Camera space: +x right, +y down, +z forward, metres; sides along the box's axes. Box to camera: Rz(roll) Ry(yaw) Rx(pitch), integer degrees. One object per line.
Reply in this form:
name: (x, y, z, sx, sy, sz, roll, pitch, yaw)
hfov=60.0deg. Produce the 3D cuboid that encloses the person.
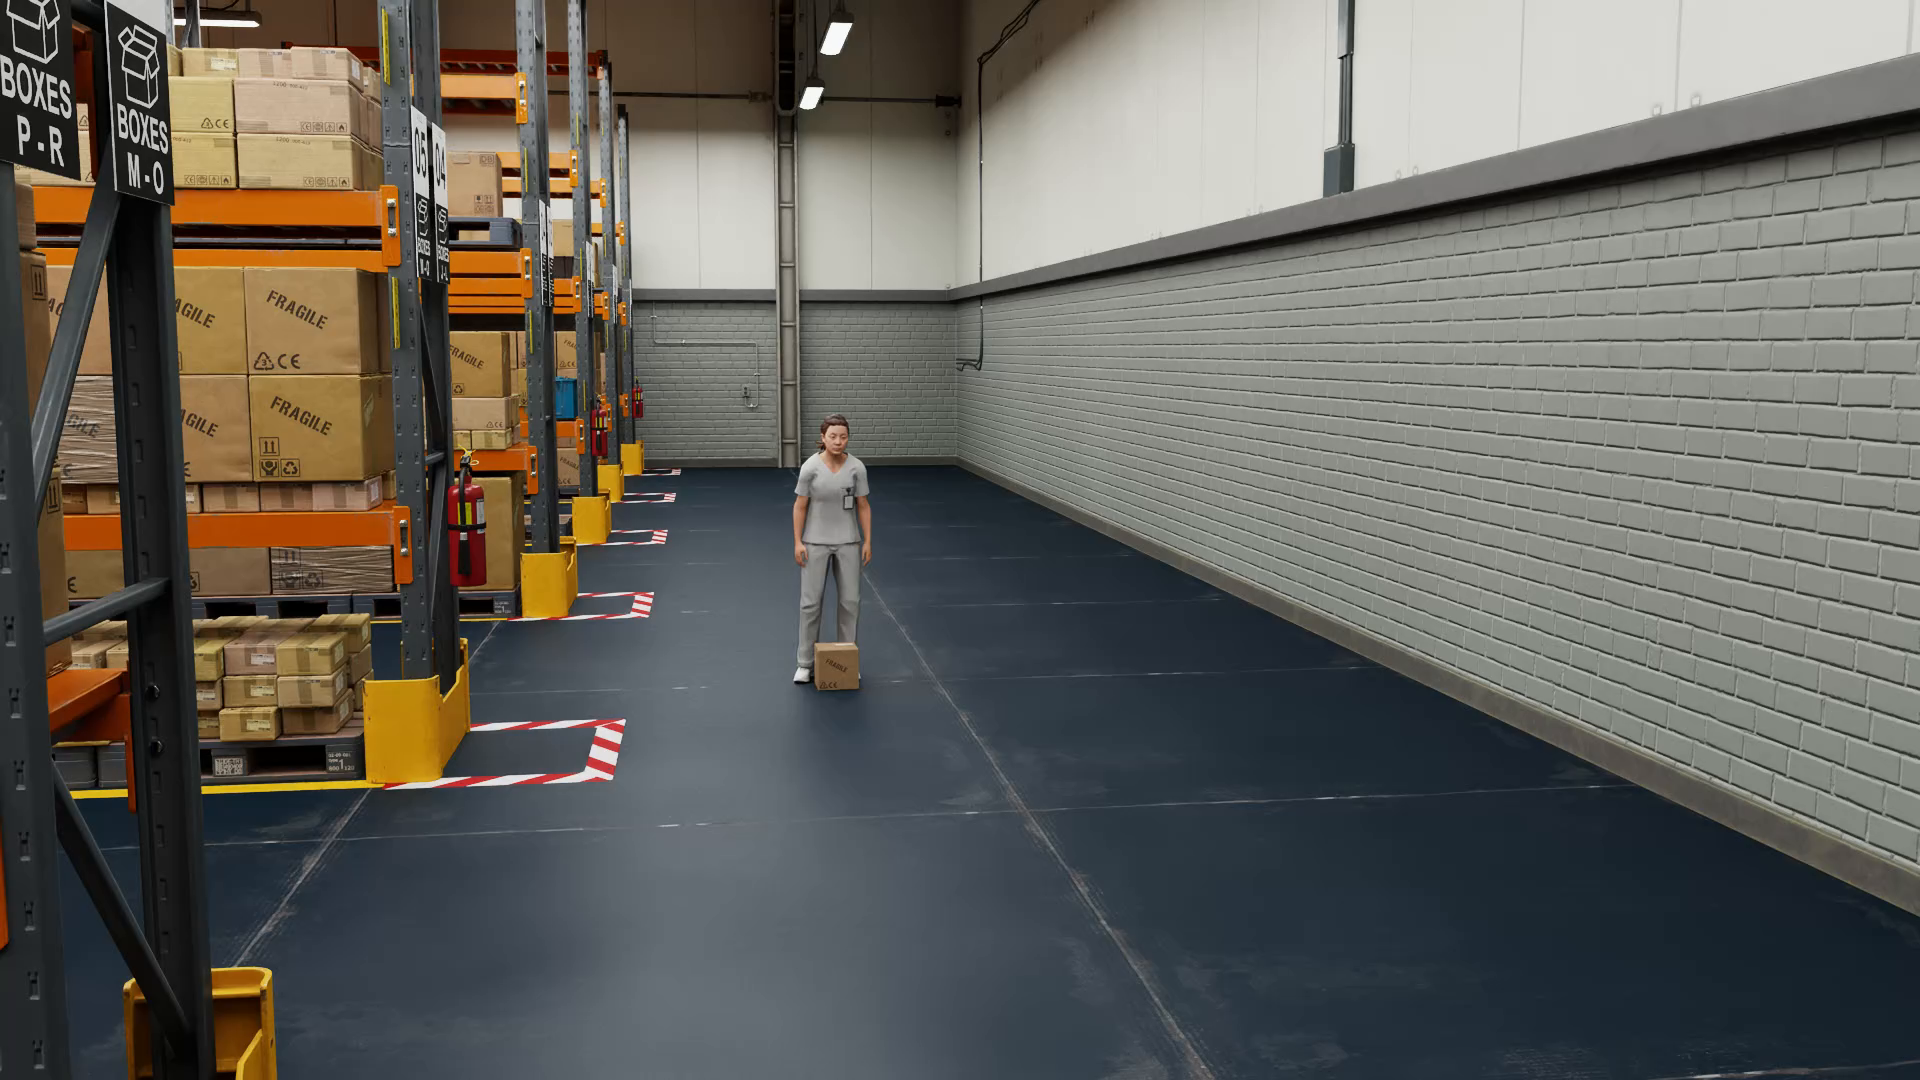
person: (-0.812, 0.044, 10.421, 0.486, 1.673, 0.357, -1, 7, -8)
